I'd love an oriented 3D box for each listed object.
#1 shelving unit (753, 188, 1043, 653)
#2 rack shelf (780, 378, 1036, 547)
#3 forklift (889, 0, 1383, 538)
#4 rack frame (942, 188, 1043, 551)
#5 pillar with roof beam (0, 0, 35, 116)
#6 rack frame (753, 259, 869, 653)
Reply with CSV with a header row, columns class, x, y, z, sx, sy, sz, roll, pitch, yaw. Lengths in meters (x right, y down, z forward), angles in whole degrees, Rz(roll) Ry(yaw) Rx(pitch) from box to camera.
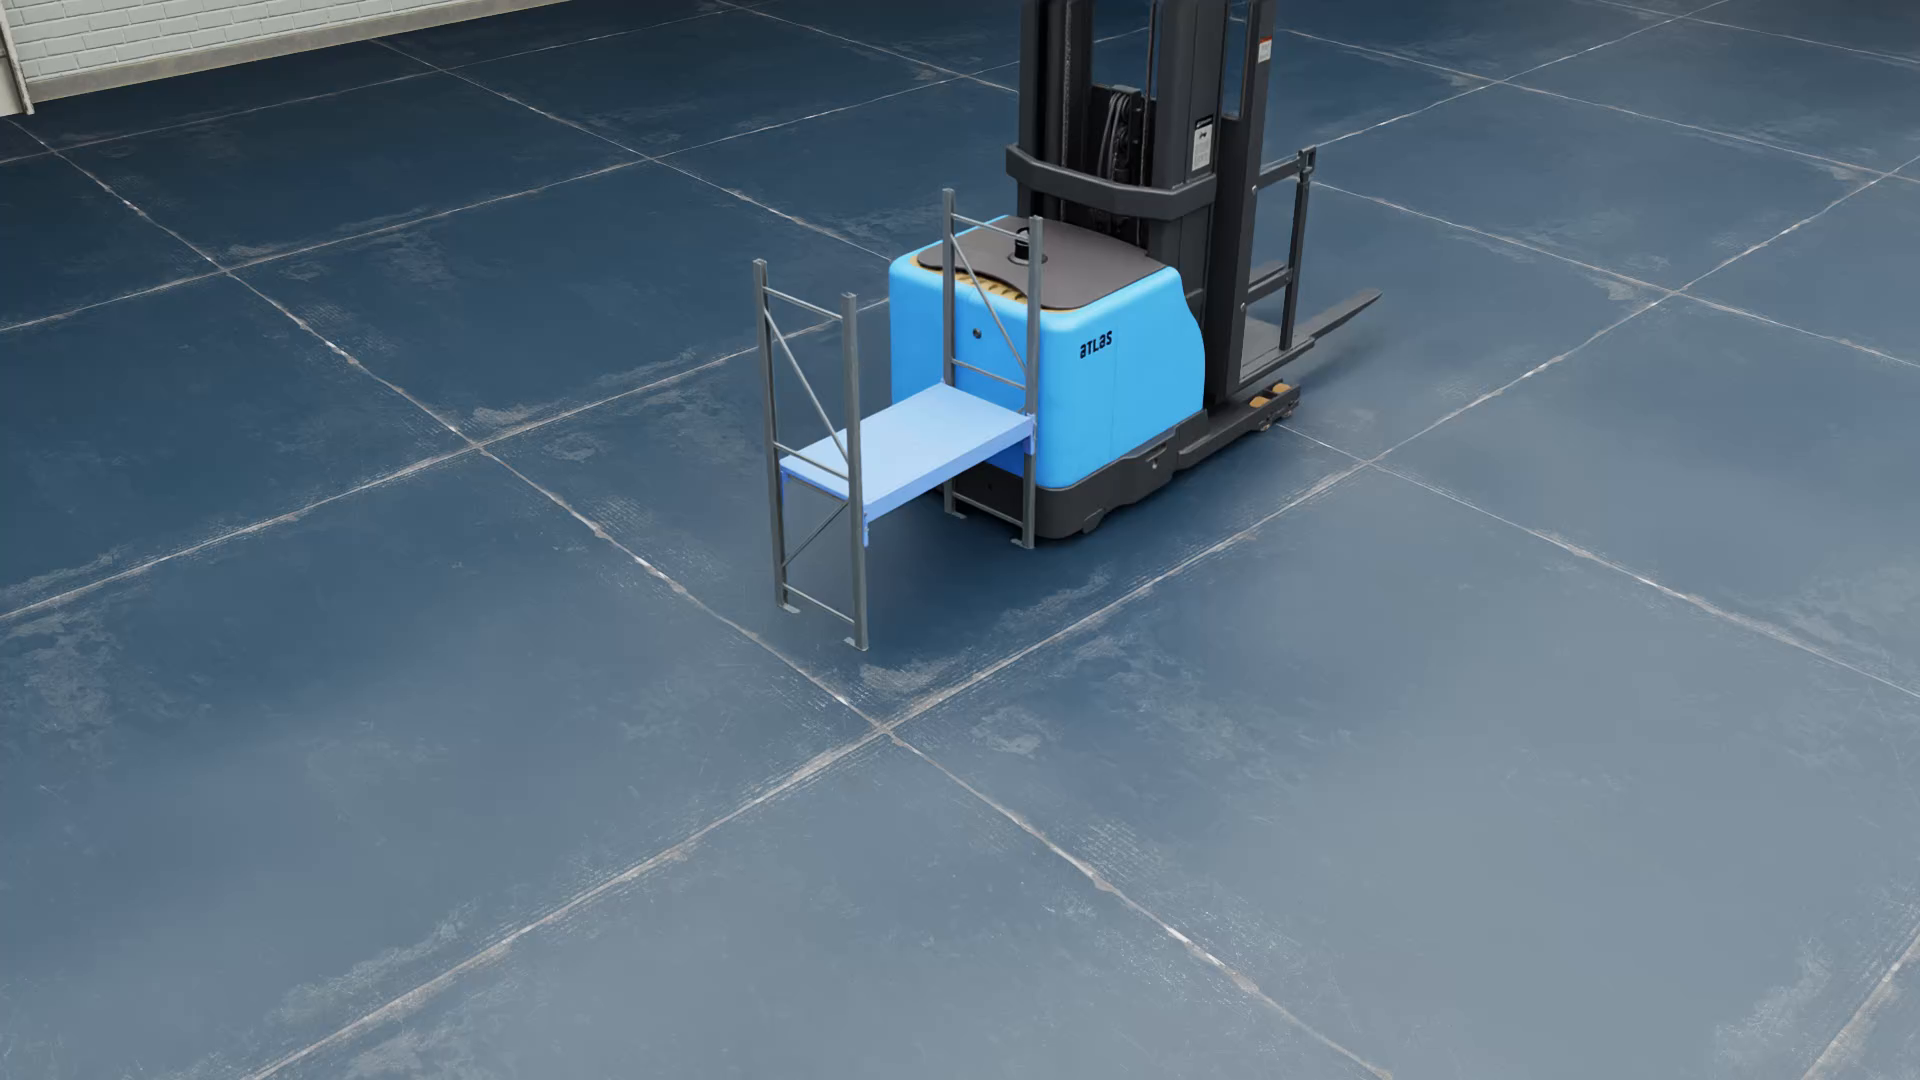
class,x,y,z,sx,sy,sz,roll,pitch,yaw
shelving unit,-0.216,-0.488,6.610,0.538,1.500,1.048,25,39,35
rack shelf,-0.216,-0.334,6.704,0.538,0.185,1.000,25,39,35
forklift,1.036,-1.942,7.616,1.130,2.935,3.031,25,39,35
rack frame,0.124,-0.685,6.932,0.500,1.500,0.032,25,39,35
pillar with roof beam,-4.272,-5.389,7.437,0.400,9.000,9.100,-26,40,-35
rack frame,-0.556,-0.291,6.288,0.500,1.500,0.032,25,39,35
